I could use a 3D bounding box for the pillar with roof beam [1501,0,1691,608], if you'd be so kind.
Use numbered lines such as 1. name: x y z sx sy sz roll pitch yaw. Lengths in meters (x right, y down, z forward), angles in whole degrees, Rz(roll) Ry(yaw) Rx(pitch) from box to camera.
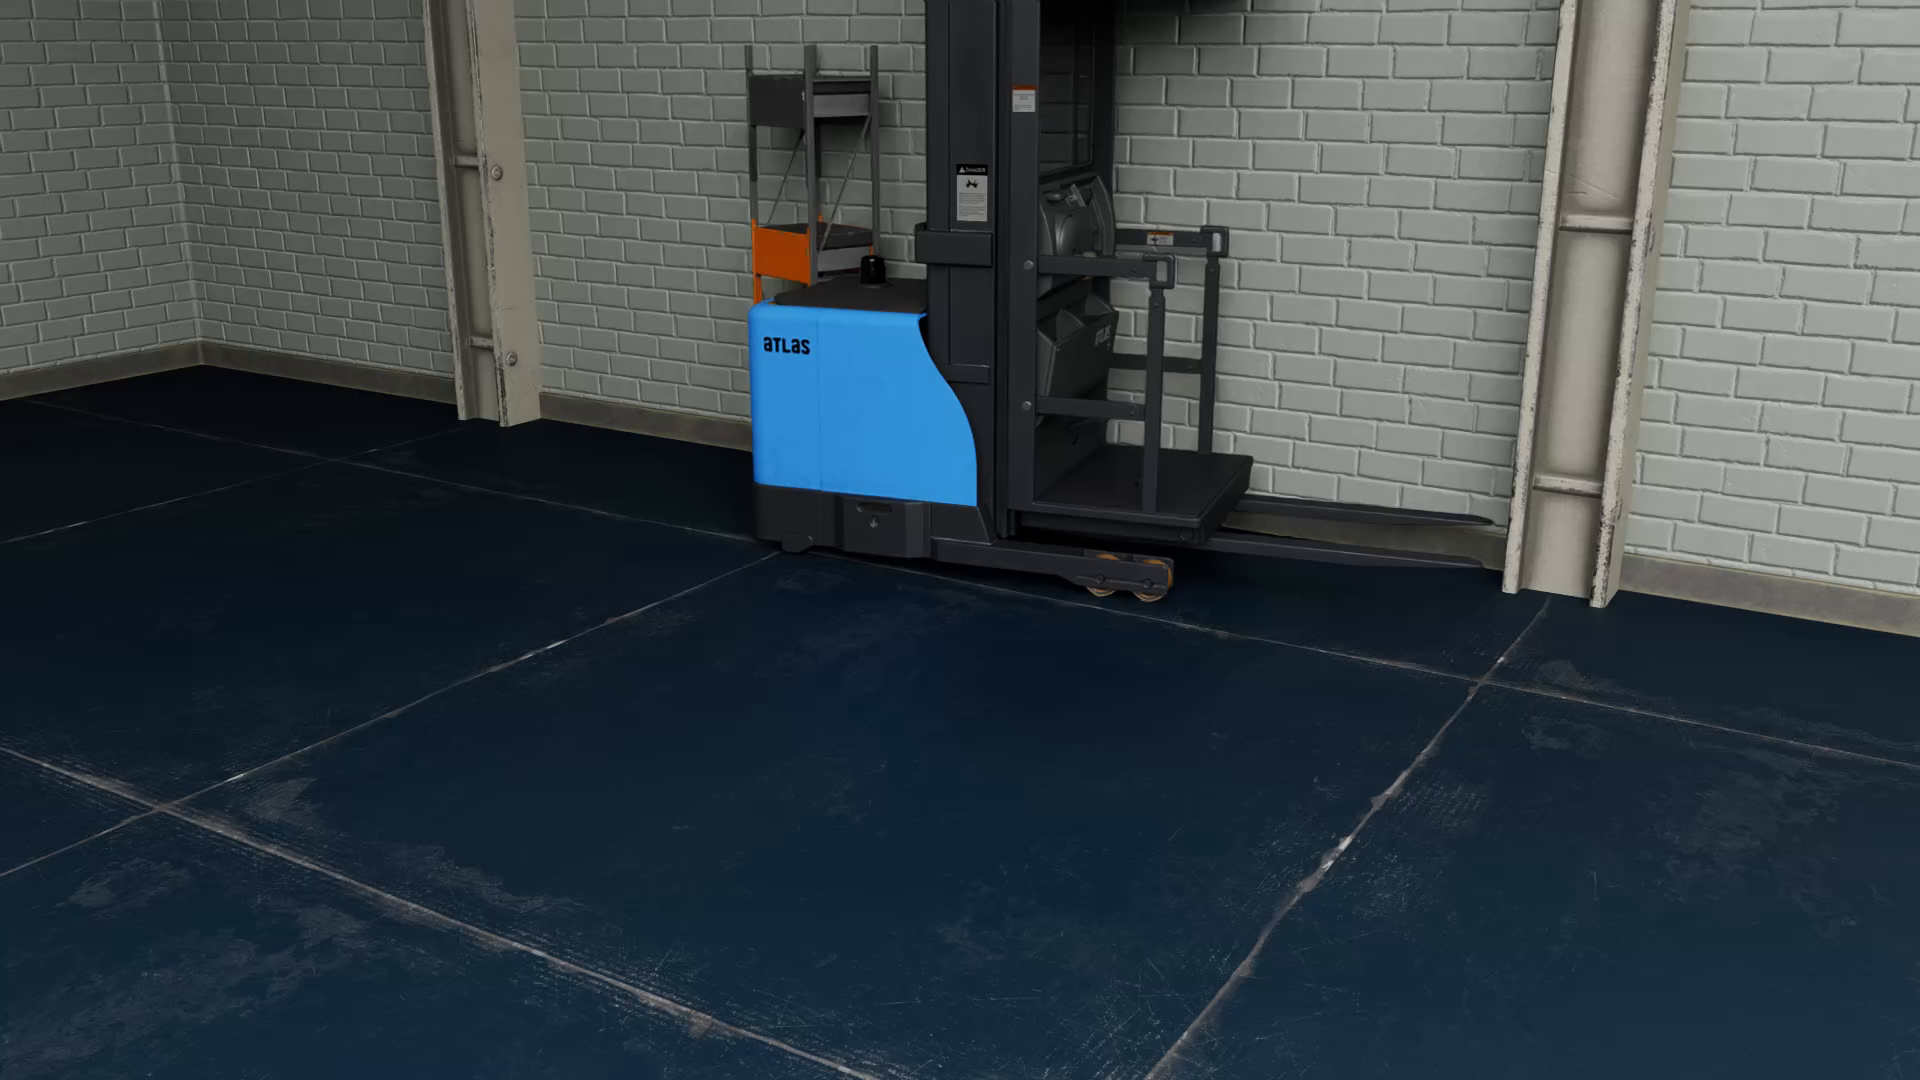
1. pillar with roof beam: 0.176 -3.041 1.909 0.400 9.000 9.100 10 20 30

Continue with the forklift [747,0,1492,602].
1. forklift: 0.668 -1.333 6.728 3.031 2.935 1.130 6 18 20

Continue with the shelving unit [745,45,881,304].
1. shelving unit: -0.693 -1.291 8.017 0.431 2.100 0.503 -14 22 -38

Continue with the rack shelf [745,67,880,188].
1. rack shelf: -0.693 -1.947 7.818 0.431 0.518 0.480 -14 22 -38

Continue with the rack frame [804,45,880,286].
1. rack frame: -0.538 -1.236 7.837 0.400 2.100 0.015 -14 22 -38

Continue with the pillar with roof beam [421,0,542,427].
1. pillar with roof beam: -4.936 -3.953 4.913 0.400 9.000 9.100 10 20 30

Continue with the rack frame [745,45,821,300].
1. rack frame: -0.849 -1.345 8.197 0.400 2.100 0.015 -14 22 -38

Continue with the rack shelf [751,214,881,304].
1. rack shelf: -0.693 -1.278 8.021 0.431 0.518 0.480 -14 22 -38
